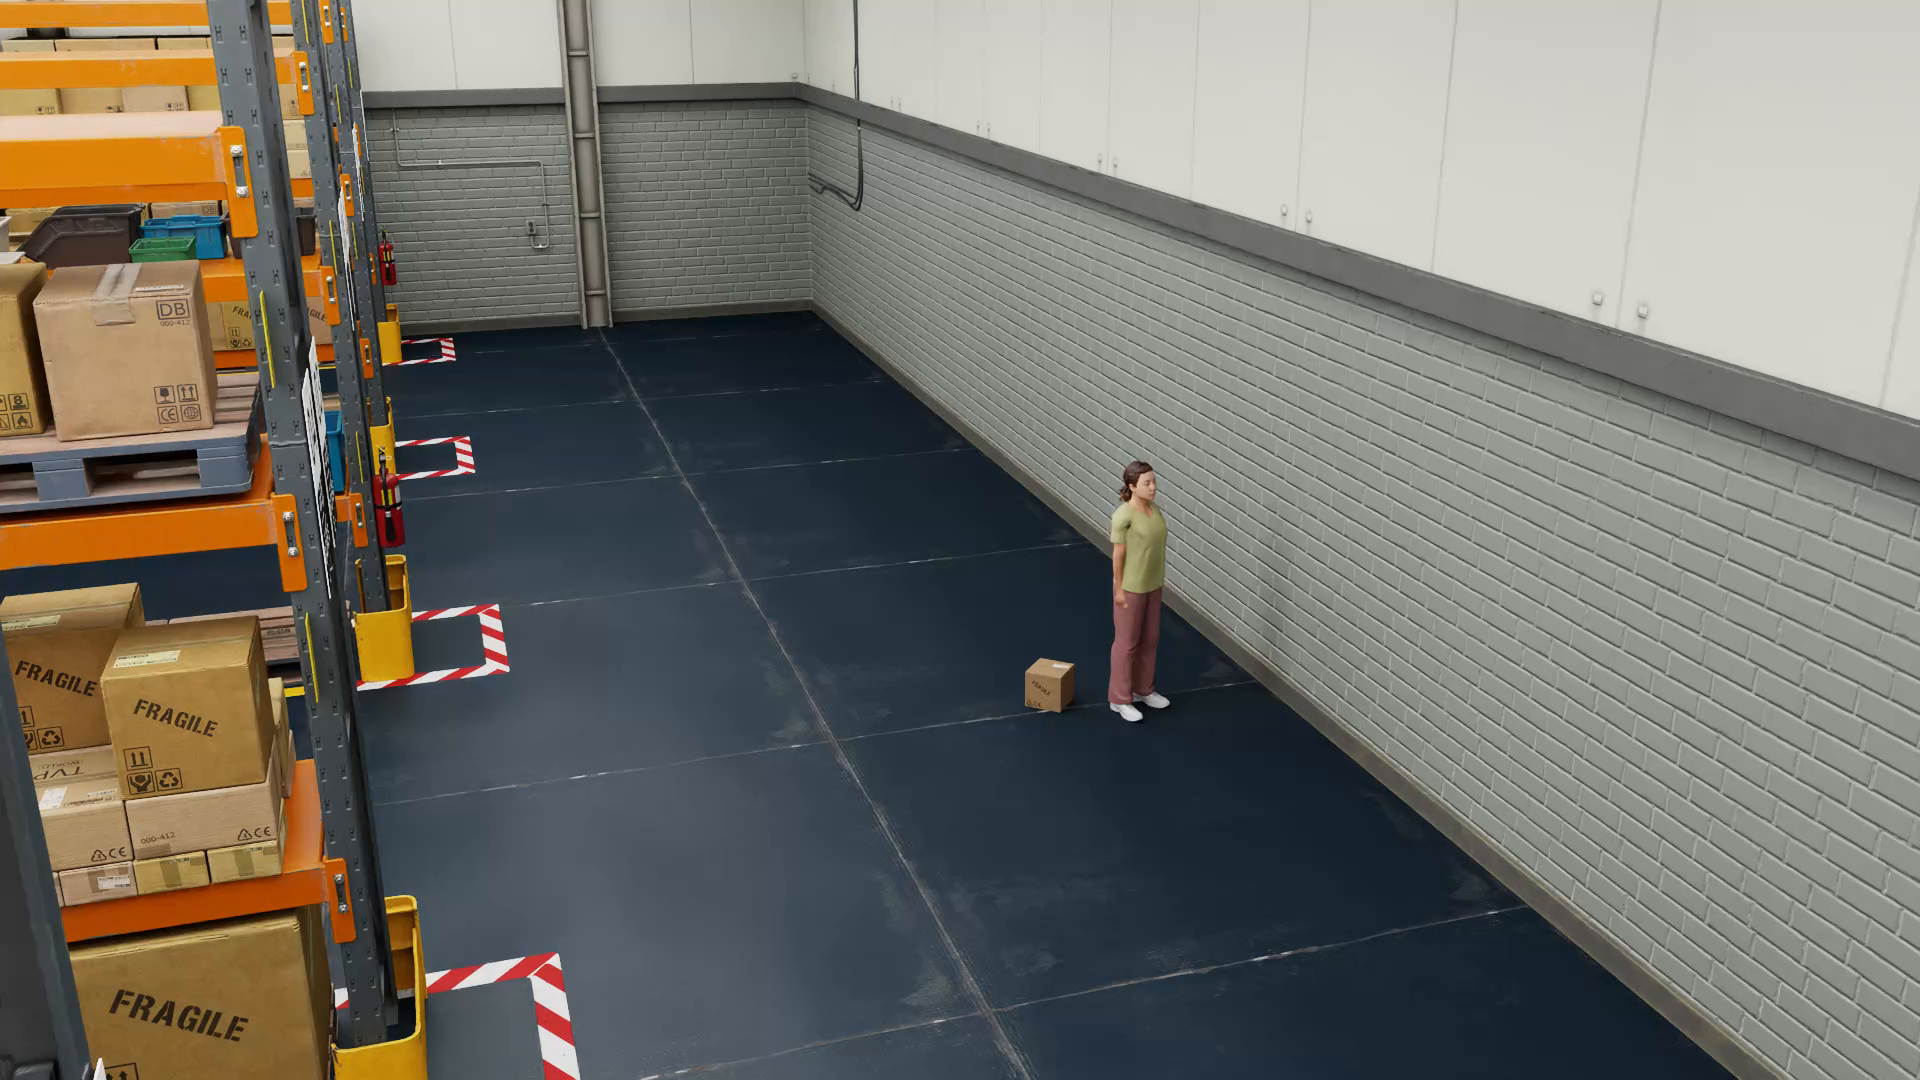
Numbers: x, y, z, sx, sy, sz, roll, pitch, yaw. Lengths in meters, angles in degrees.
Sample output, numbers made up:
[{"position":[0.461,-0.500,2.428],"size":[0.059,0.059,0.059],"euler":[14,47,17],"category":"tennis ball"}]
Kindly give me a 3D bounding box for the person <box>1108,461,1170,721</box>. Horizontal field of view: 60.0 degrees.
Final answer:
[{"position":[1.154,0.308,10.695],"size":[0.382,1.671,0.430],"euler":[17,25,40],"category":"person"}]
